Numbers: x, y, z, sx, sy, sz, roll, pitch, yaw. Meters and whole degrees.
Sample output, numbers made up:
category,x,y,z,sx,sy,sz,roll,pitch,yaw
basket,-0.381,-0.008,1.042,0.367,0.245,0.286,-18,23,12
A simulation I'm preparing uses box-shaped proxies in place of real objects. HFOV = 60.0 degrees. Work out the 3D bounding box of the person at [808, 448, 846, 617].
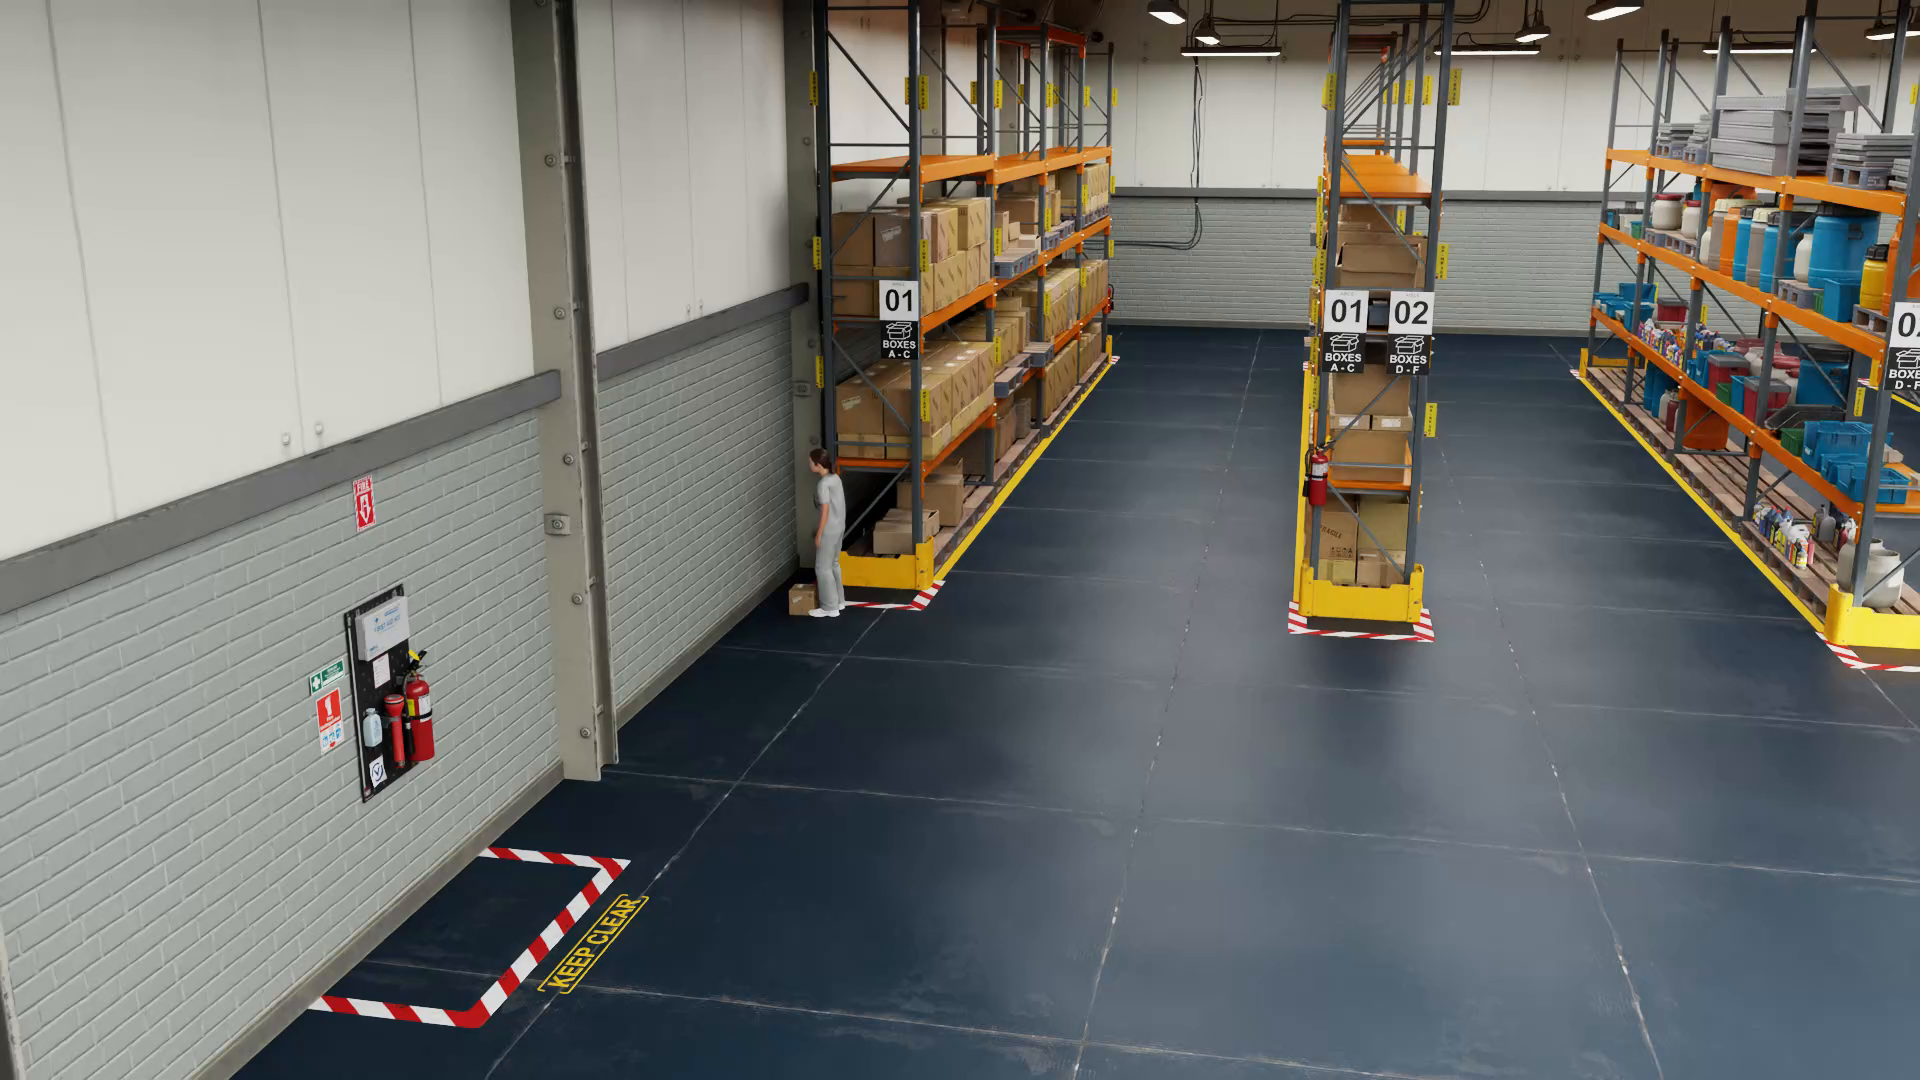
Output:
category,x,y,z,sx,sy,sz,roll,pitch,yaw
person,-1.305,-0.084,16.335,0.354,1.673,0.490,3,15,11
